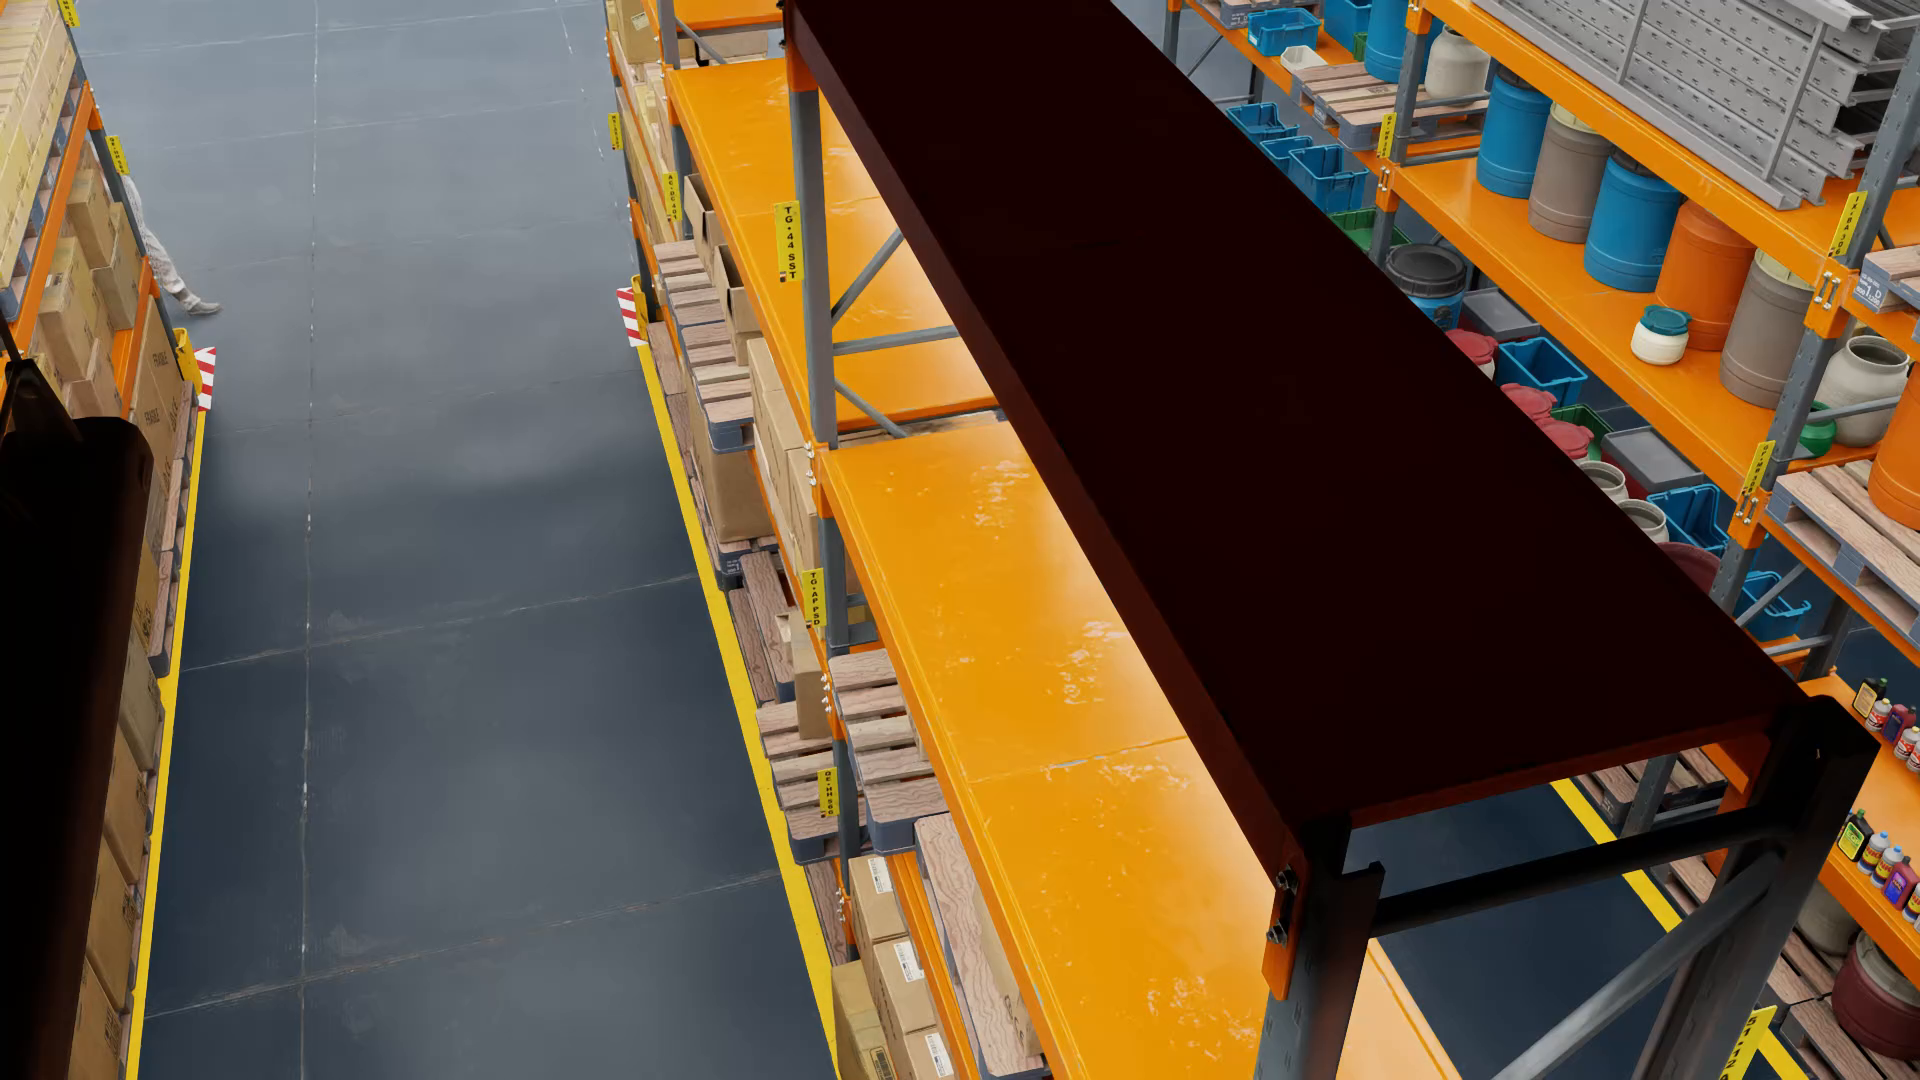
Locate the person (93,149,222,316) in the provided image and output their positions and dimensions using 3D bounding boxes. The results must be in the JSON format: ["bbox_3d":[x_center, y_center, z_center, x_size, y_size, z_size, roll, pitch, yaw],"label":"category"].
[{"bbox_3d":[-7.357,-2.734,14.836,0.987,1.724,0.606,1,38,1],"label":"person"}]
